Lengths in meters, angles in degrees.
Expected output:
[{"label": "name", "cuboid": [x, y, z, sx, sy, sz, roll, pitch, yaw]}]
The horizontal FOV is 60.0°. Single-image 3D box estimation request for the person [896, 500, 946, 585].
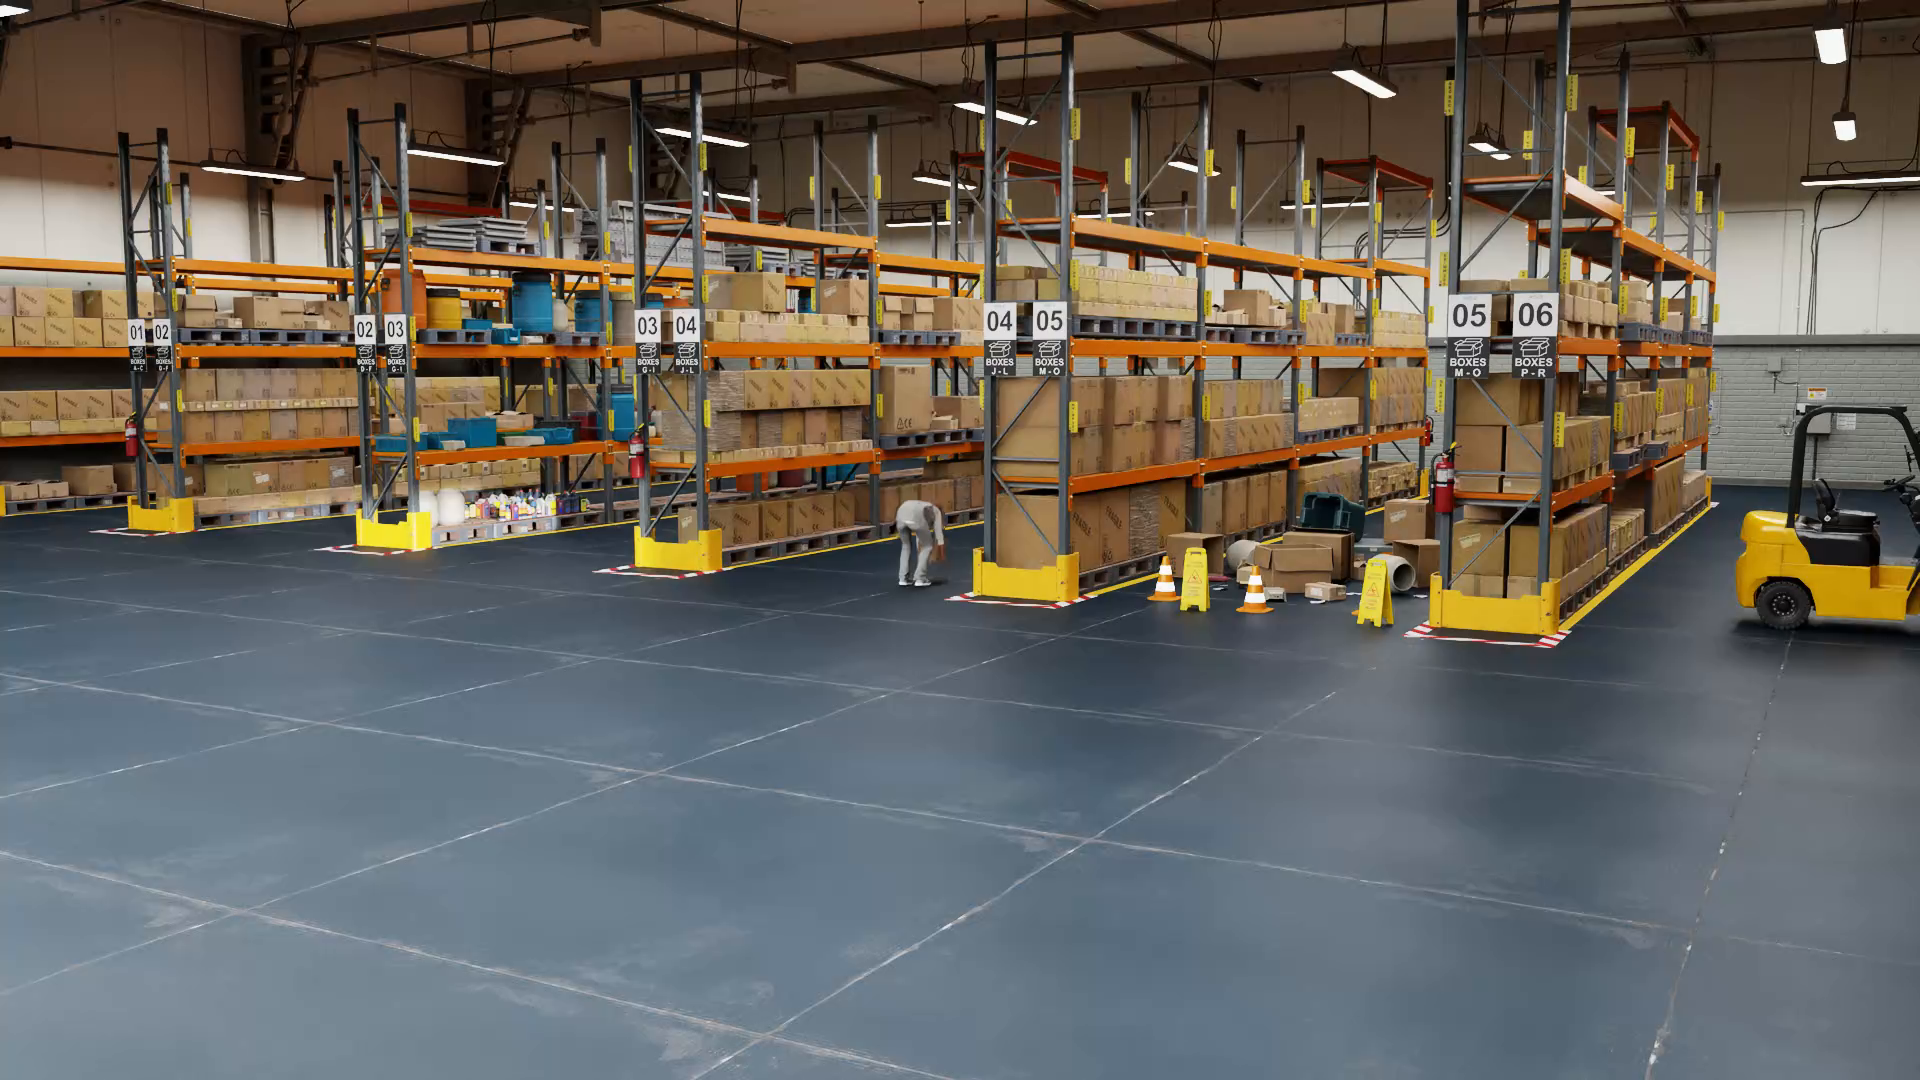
[{"label": "person", "cuboid": [-0.439, 0.016, 19.244, 0.395, 0.990, 0.871, 3, 7, 26]}]
